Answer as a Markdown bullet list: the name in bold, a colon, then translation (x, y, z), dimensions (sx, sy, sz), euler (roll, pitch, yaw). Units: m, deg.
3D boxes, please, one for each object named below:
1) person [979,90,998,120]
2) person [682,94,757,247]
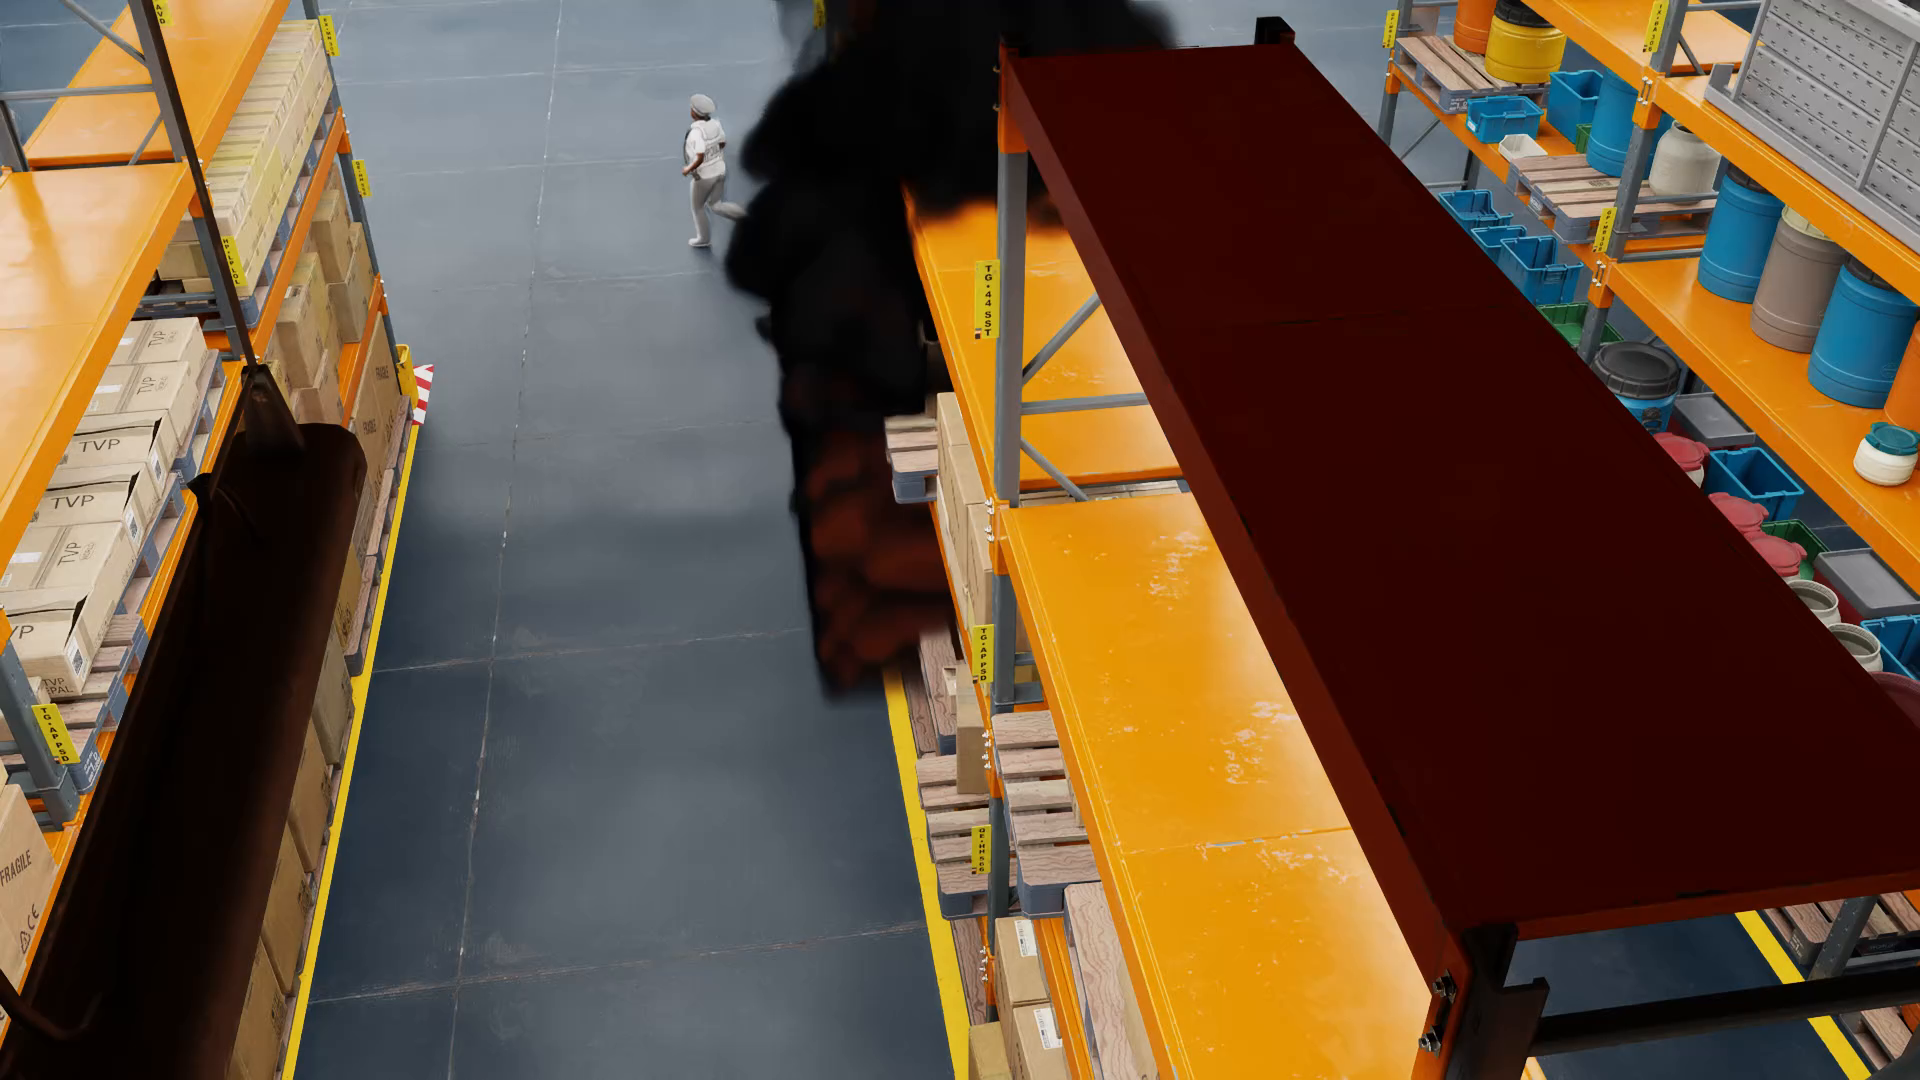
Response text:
- **person**: translation (0.334, -4.417, 18.089), dimensions (0.774, 1.660, 0.583), euler (13, 38, 17)
- **person**: translation (-2.558, -3.758, 17.180), dimensions (0.781, 1.698, 0.587), euler (17, 40, 21)
